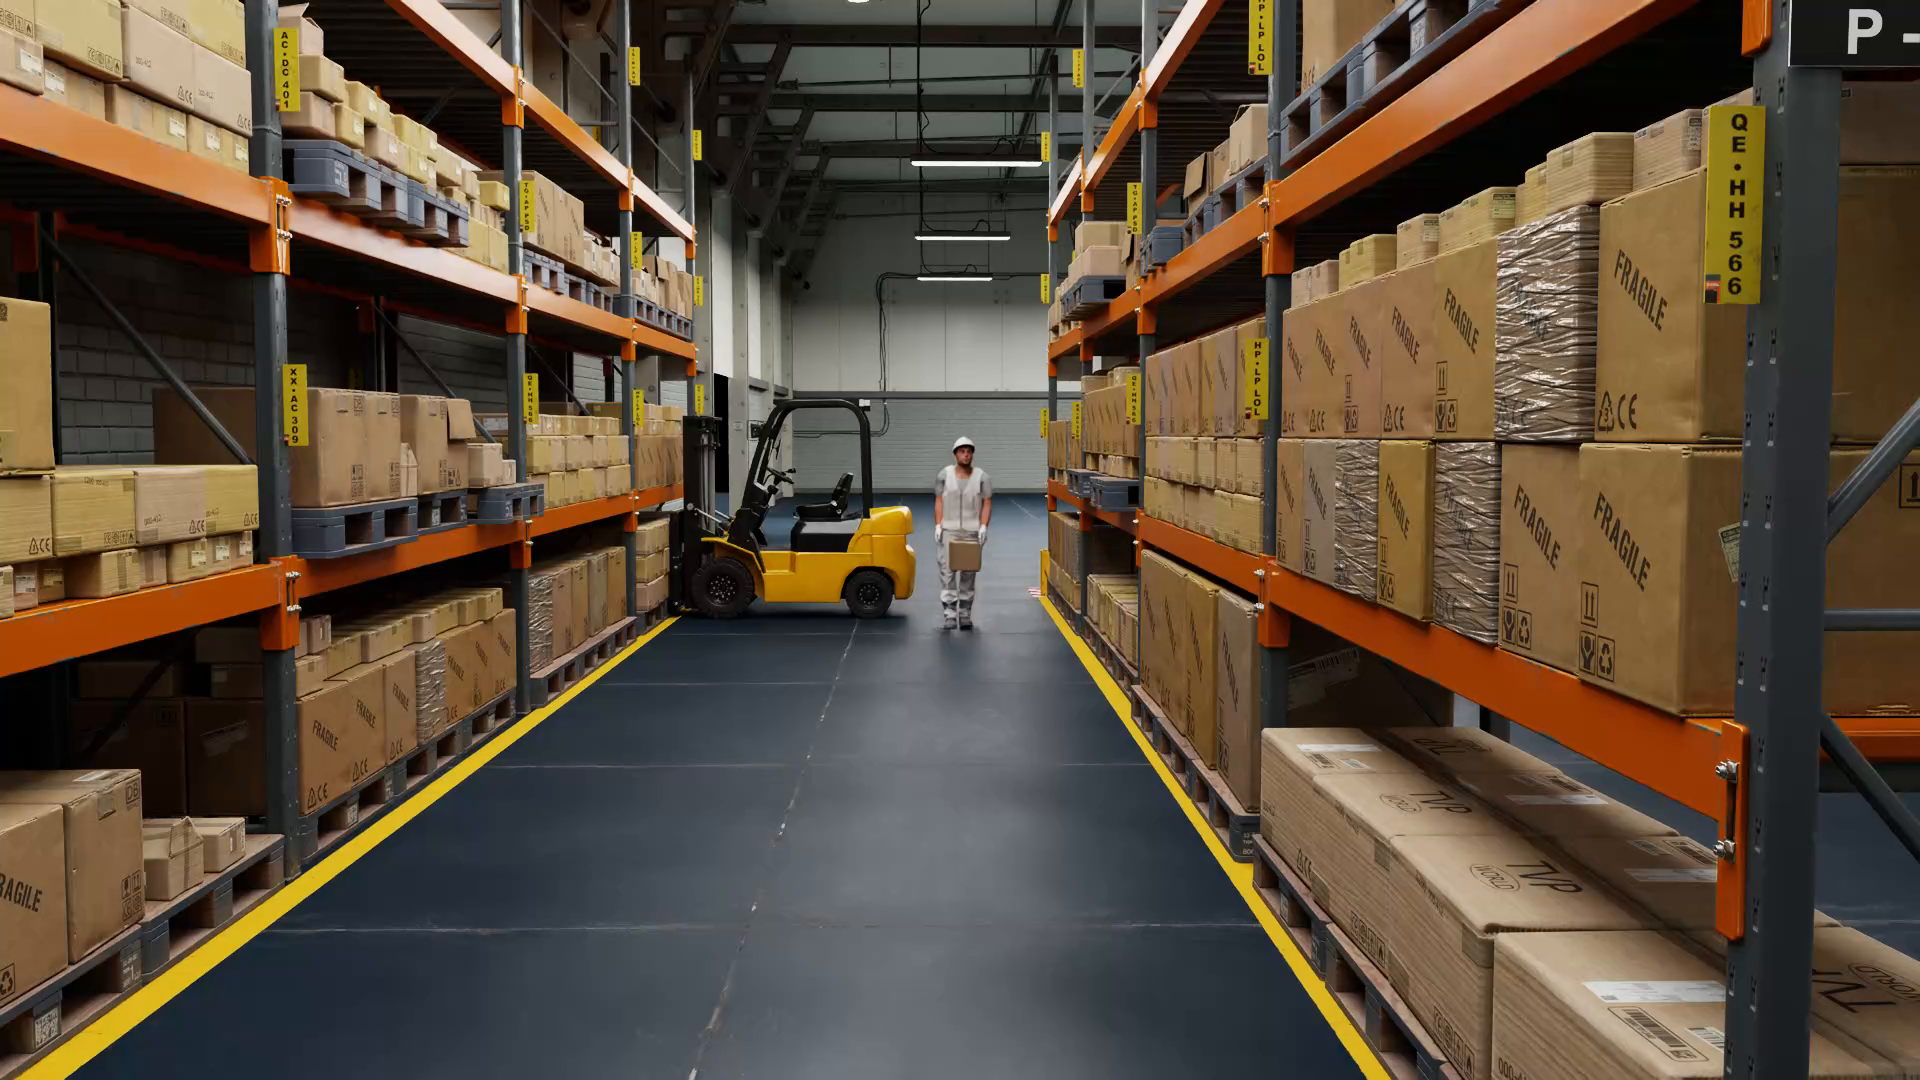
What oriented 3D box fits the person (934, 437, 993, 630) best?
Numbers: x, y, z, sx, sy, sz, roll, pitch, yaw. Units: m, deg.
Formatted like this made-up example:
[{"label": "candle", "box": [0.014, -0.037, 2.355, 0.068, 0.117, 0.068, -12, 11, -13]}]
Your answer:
[{"label": "person", "box": [0.036, -0.063, 15.292, 0.544, 1.772, 0.762, 0, 4, -3]}]
